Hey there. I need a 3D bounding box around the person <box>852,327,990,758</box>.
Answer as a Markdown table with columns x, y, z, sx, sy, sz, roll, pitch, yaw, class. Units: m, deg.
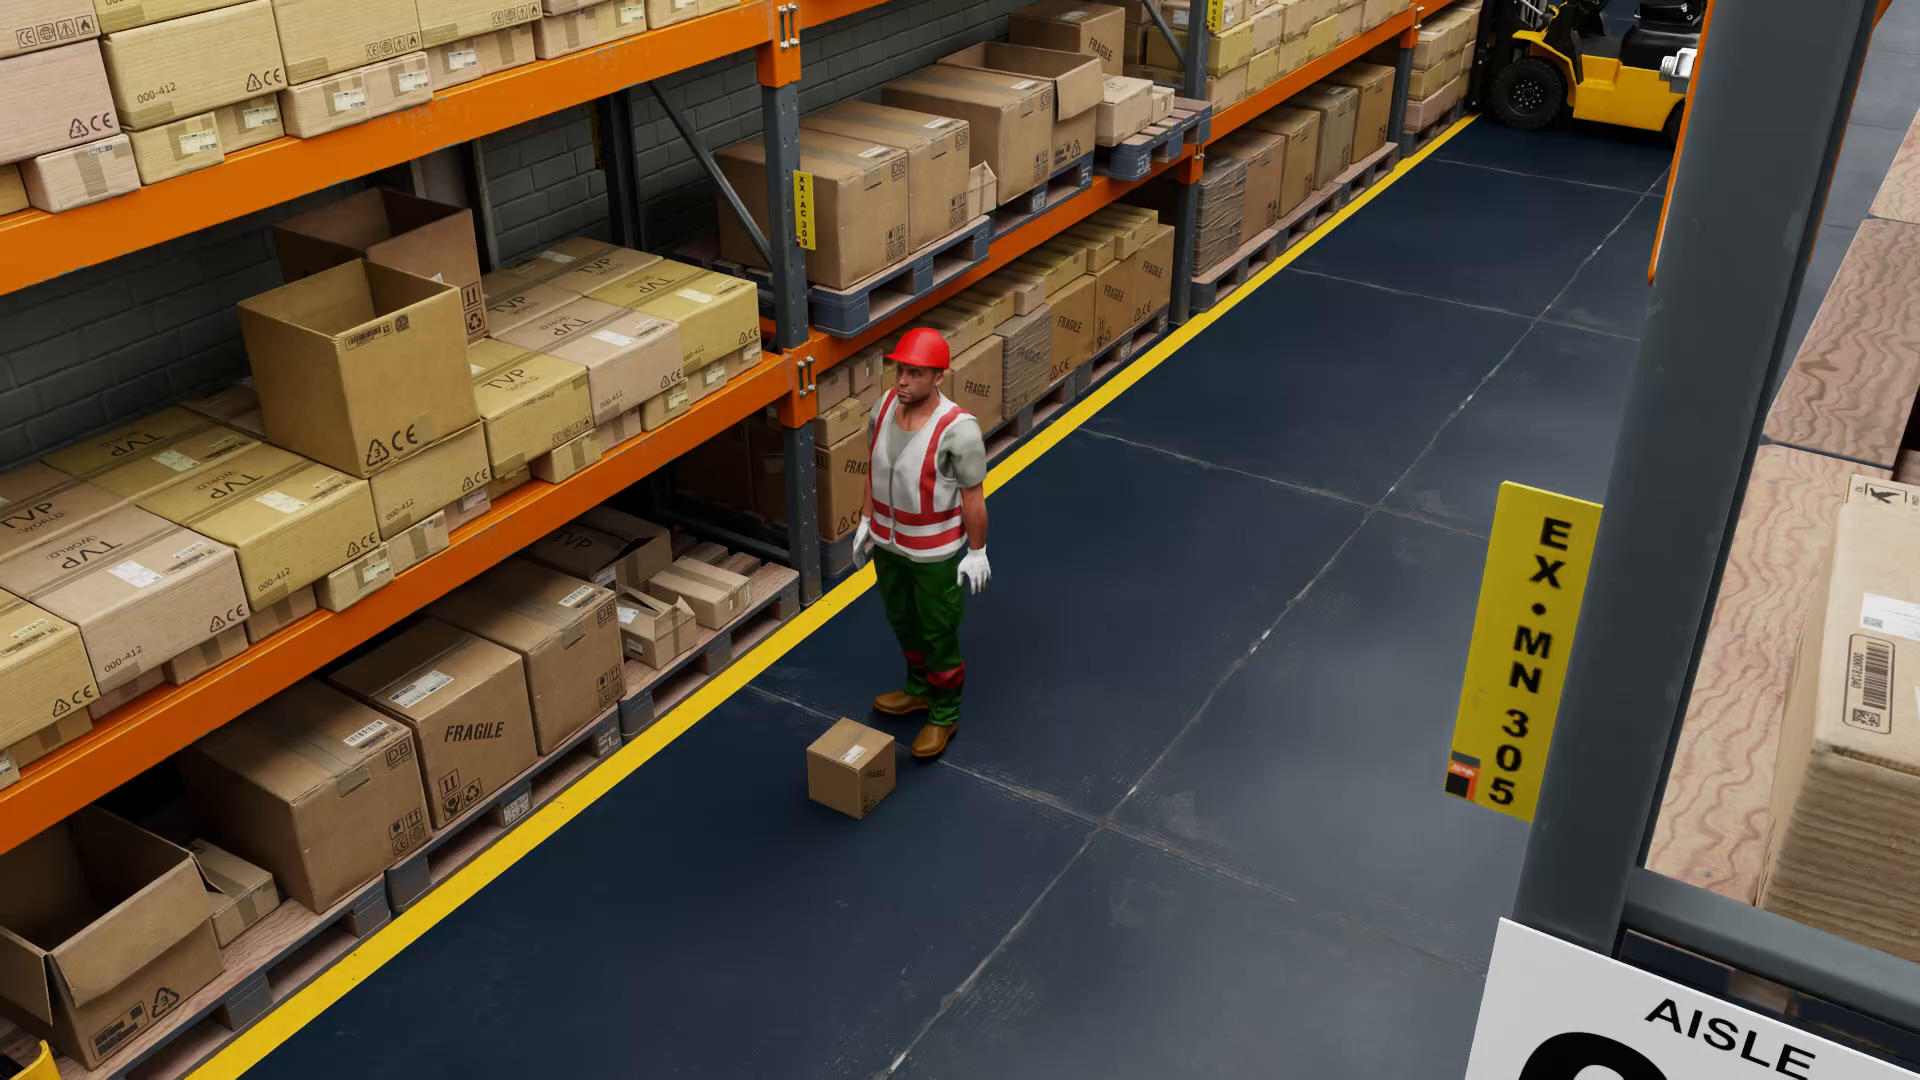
| x | y | z | sx | sy | sz | roll | pitch | yaw | class |
| --- | --- | --- | --- | --- | --- | --- | --- | --- | --- |
| -0.156 | 0.015 | 6.539 | 0.563 | 1.789 | 0.392 | 22 | 37 | 33 | person |
